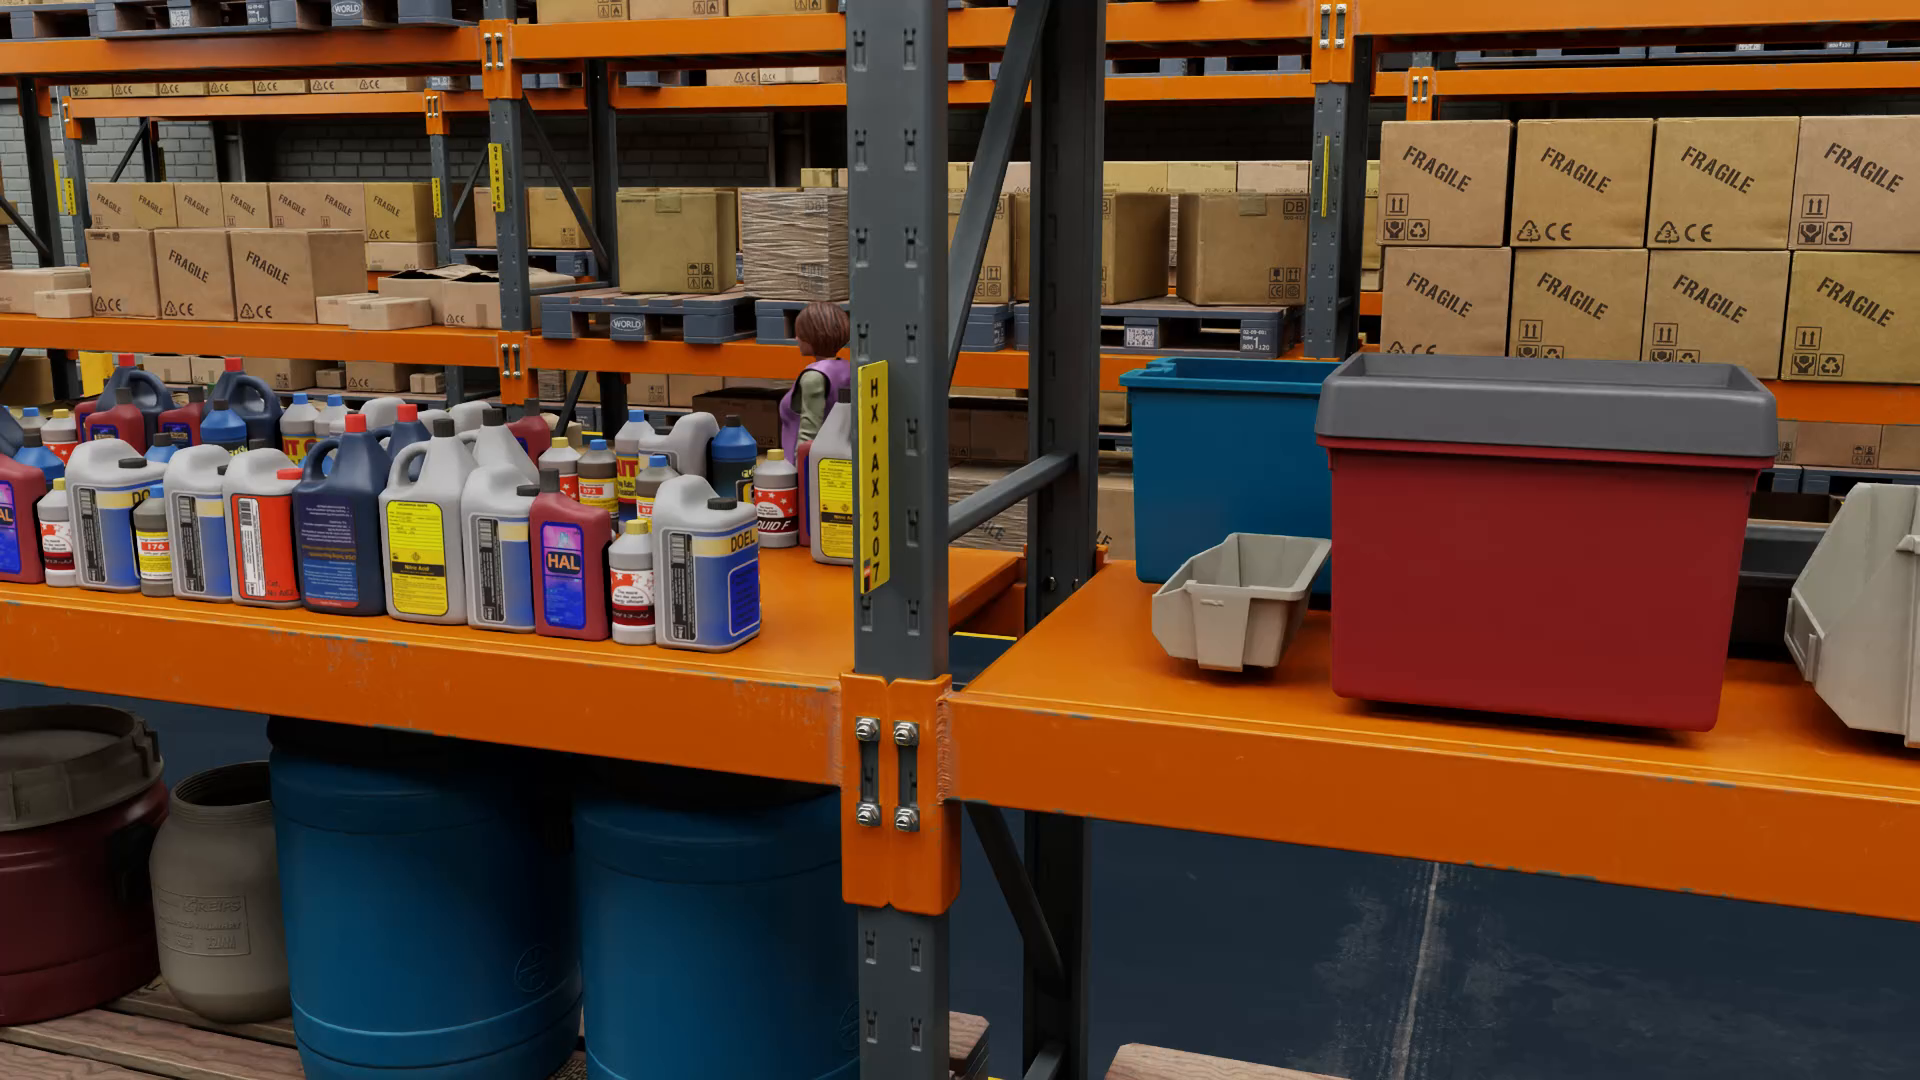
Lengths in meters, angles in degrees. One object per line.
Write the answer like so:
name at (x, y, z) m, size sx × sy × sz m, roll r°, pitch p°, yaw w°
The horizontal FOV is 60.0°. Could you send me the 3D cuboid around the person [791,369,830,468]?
person at (-0.573, -0.034, 6.835) m, size 0.330 × 1.383 × 0.407 m, roll 4°, pitch 13°, yaw 20°
